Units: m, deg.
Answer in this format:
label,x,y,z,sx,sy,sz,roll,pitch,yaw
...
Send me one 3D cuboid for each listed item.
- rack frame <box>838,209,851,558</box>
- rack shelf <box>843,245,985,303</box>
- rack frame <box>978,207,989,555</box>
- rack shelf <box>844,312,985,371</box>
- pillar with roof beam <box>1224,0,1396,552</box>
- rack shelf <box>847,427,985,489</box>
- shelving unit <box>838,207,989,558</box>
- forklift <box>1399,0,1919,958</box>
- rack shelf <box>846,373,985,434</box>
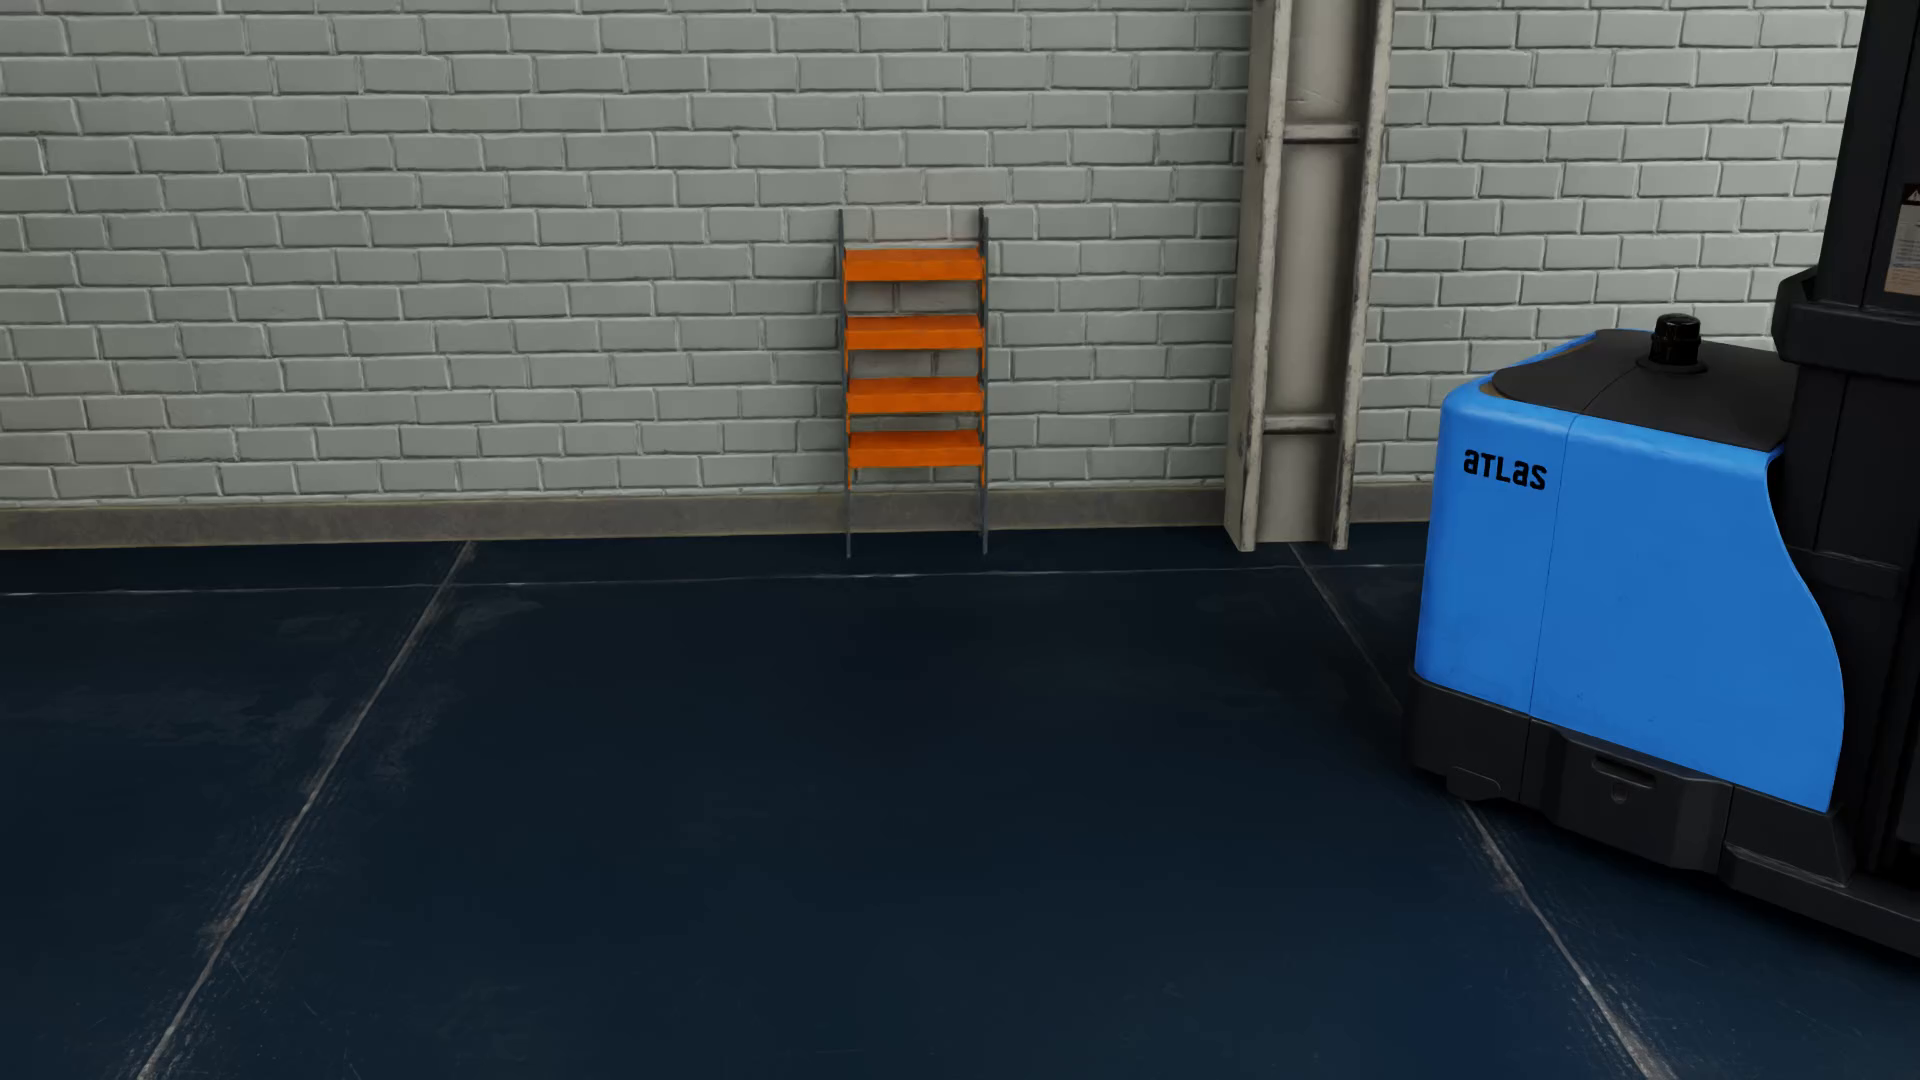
label,x,y,z,sx,sy,sz,roll,pitch,yaw
rack frame,-0.405,-0.541,5.848,0.015,1.200,0.240,-1,20,-4
rack shelf,-0.162,-0.918,5.732,0.480,0.148,0.258,-1,20,-4
rack frame,0.082,-0.553,5.878,0.015,1.200,0.240,-1,20,-4
rack shelf,-0.162,-0.695,5.811,0.480,0.148,0.258,-1,20,-4
pillar with roof beam,1.445,-2.693,0.548,0.400,9.000,9.100,-1,21,-3
rack shelf,-0.161,-0.297,5.951,0.480,0.148,0.258,-1,20,-4
shelving unit,-0.162,-0.547,5.863,0.503,1.200,0.258,-1,20,-4
forklift,2.588,-0.497,3.307,3.031,2.935,1.130,19,28,40
rack shelf,-0.162,-0.484,5.885,0.480,0.148,0.258,-1,20,-4
